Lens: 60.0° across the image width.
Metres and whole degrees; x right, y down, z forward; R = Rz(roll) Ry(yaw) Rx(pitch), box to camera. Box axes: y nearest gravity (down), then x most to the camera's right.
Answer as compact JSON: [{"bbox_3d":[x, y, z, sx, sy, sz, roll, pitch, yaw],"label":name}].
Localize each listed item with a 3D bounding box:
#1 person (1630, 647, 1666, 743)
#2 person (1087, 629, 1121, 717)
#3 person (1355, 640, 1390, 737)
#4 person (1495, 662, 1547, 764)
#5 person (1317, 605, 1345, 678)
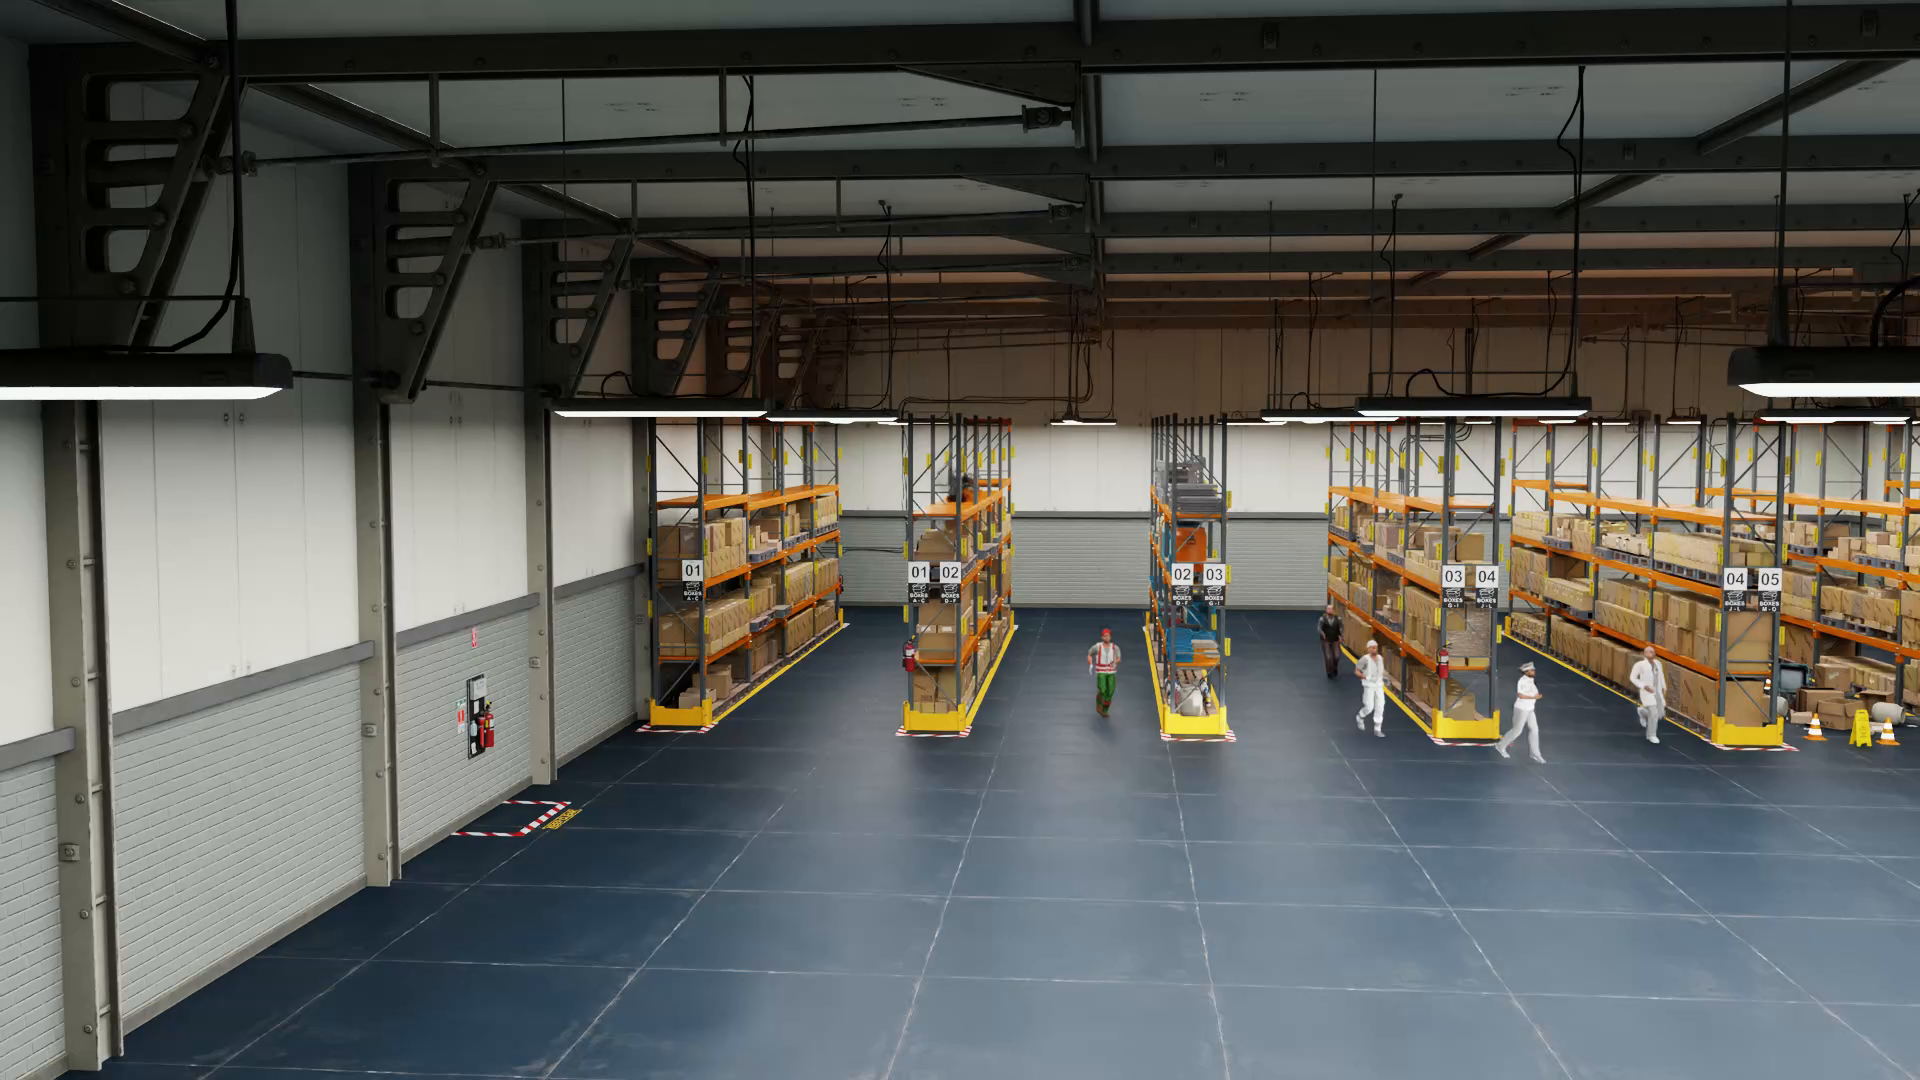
[{"bbox_3d":[12.646,2.815,30.569,0.730,1.719,0.716,-1,4,-19],"label":"person"},{"bbox_3d":[2.871,2.625,32.691,0.644,1.742,0.609,-1,4,-8],"label":"person"},{"bbox_3d":[7.671,2.746,30.997,0.680,1.773,0.794,-1,4,-18],"label":"person"},{"bbox_3d":[9.695,2.951,28.601,0.874,1.719,0.584,3,5,39],"label":"person"},{"bbox_3d":[8.466,2.322,37.937,0.635,1.676,0.564,1,4,8],"label":"person"}]
